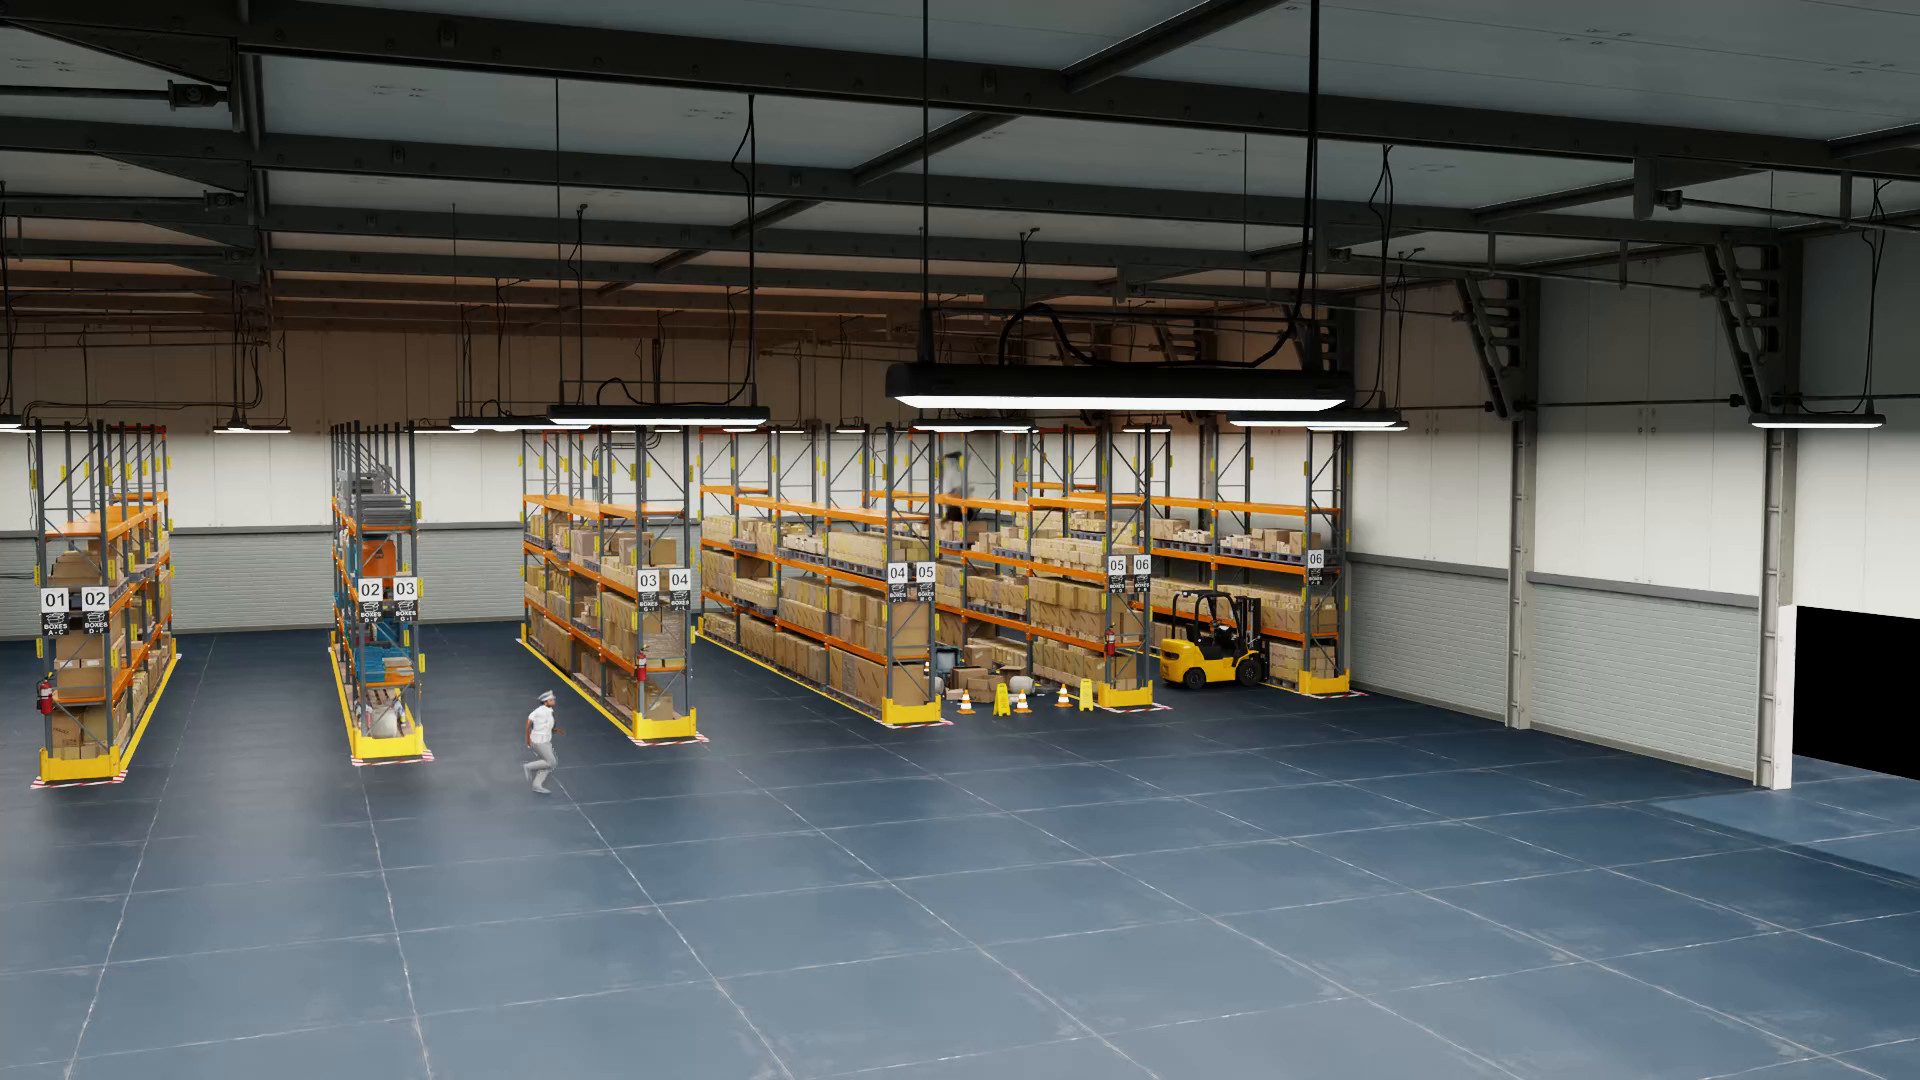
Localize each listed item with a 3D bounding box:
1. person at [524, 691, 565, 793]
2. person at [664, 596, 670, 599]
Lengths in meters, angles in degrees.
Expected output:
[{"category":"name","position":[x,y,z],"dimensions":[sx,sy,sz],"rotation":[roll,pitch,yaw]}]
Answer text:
[{"category":"person","position":[-6.681,3.245,26.727],"dimensions":[0.638,1.649,0.616],"rotation":[0,4,7]},{"category":"person","position":[-8.224,2.020,46.575],"dimensions":[0.595,1.590,0.561],"rotation":[-1,4,-16]}]
